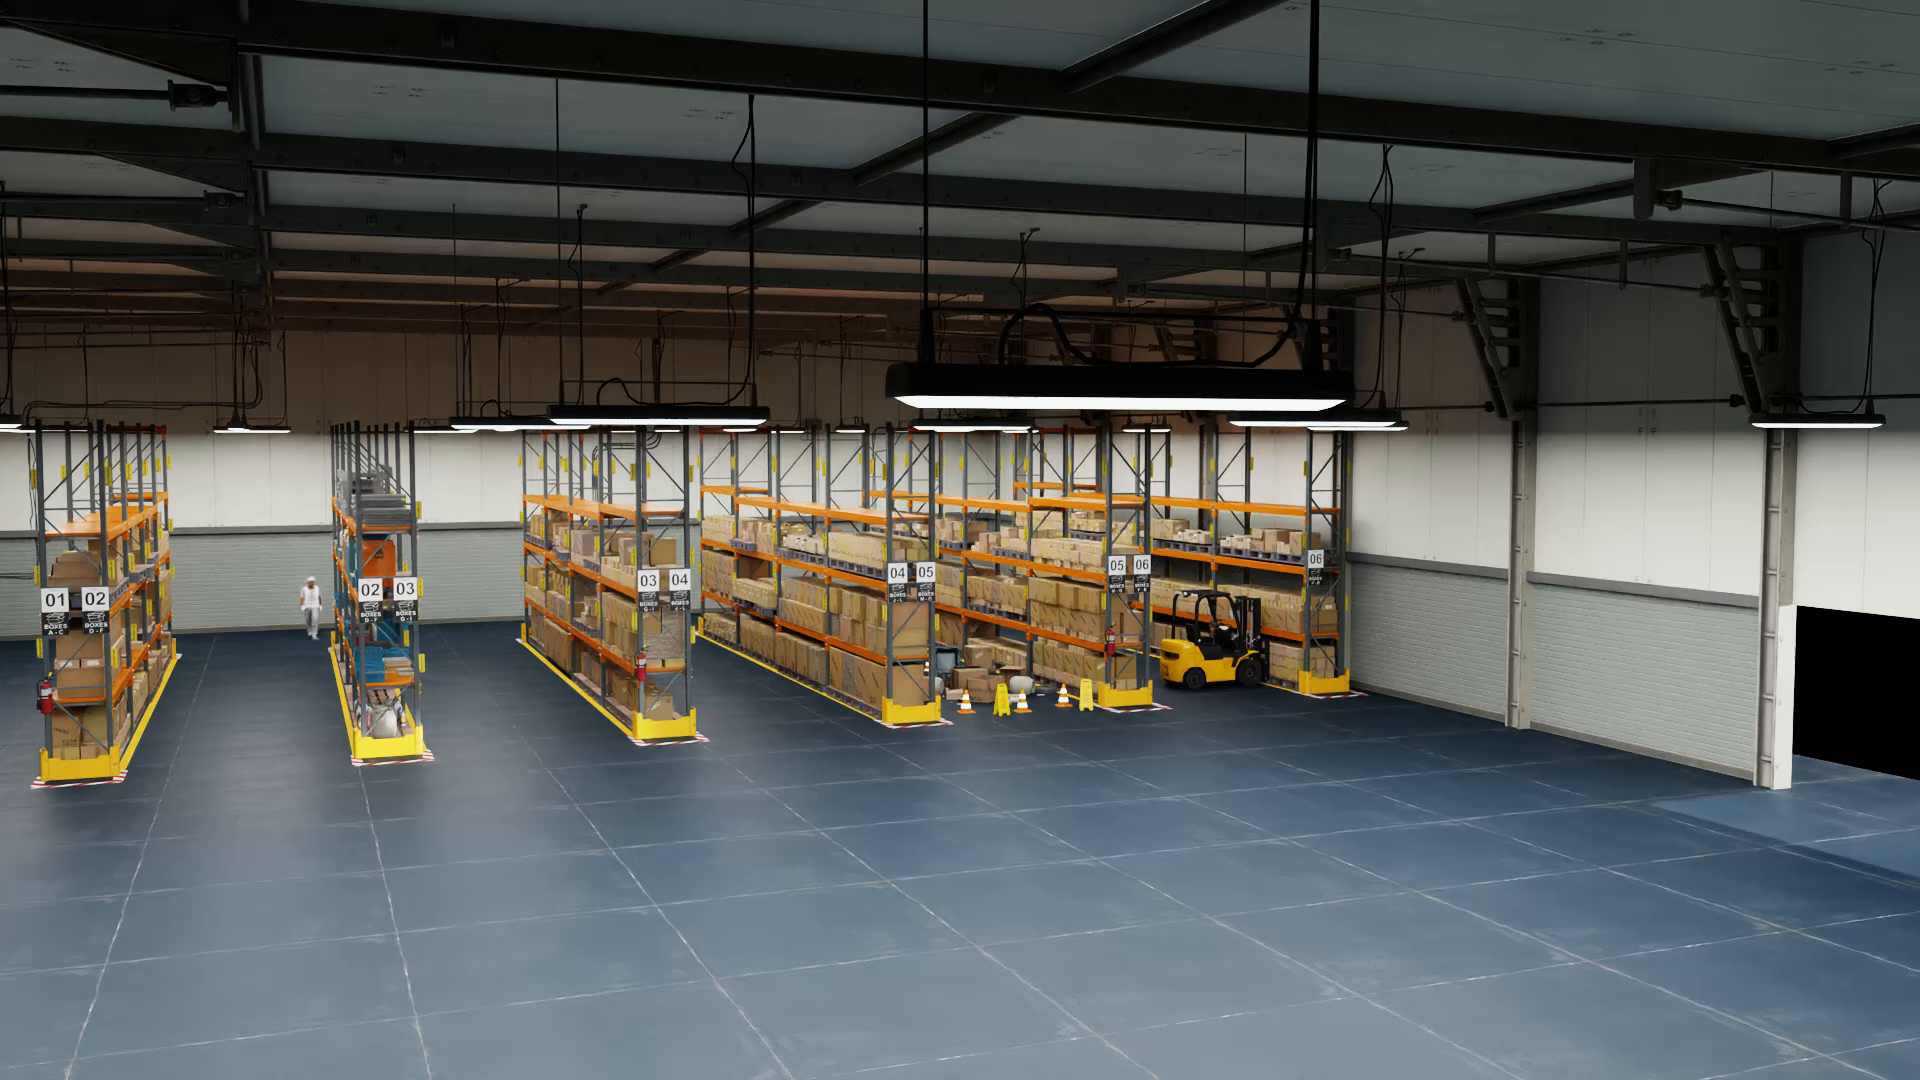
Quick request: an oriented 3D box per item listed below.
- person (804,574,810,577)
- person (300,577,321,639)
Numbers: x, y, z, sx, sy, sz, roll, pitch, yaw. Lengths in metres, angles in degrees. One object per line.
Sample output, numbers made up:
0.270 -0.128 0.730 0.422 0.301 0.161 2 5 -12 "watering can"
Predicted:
-4.287 1.855 47.519 0.528 1.786 0.603 1 4 22 "person"
-18.351 1.898 46.944 0.517 1.723 1.049 -1 4 -13 "person"
